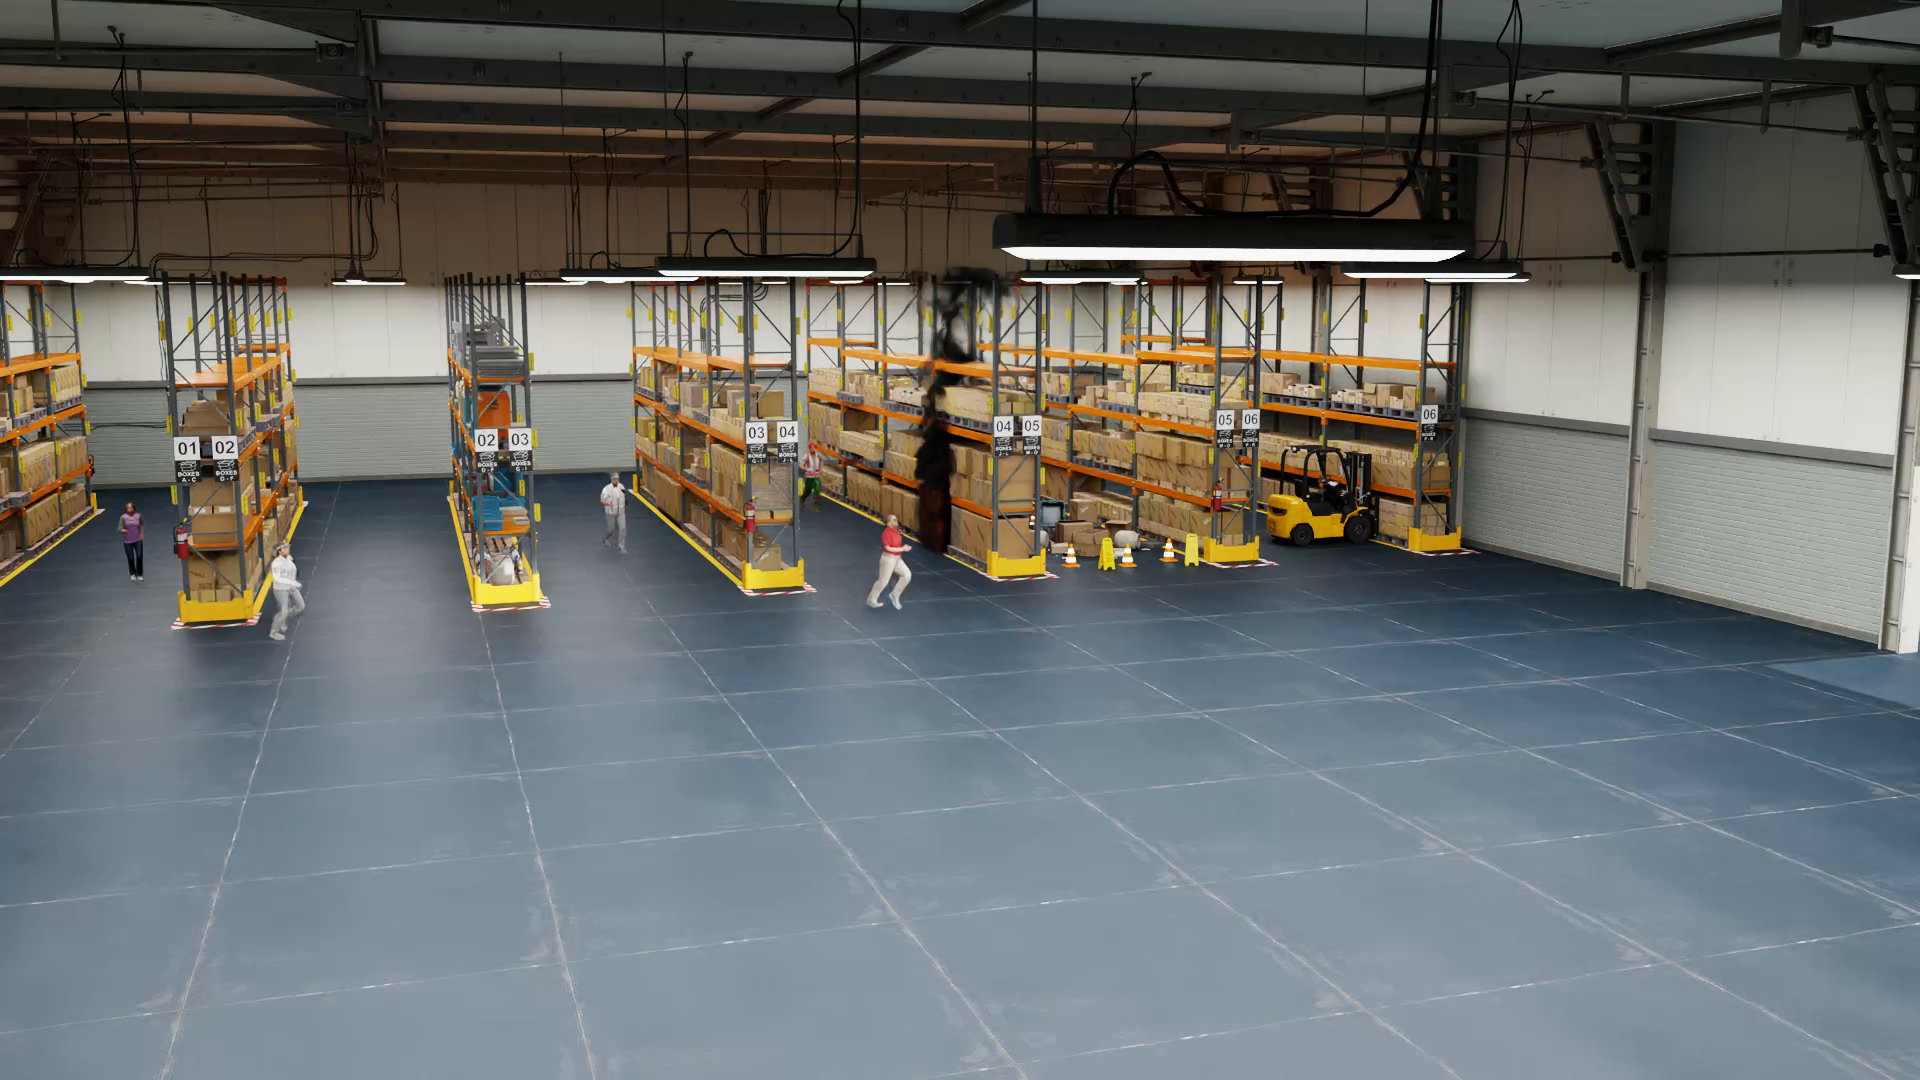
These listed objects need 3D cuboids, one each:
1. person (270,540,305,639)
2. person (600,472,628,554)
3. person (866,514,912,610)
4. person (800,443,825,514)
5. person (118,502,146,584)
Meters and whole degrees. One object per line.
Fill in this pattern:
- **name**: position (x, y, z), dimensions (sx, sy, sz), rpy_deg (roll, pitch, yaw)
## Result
- **person**: position (-11.046, 0.806, 27.311), dimensions (0.673, 1.652, 0.640), rpy_deg (3, 9, 17)
- **person**: position (-7.545, -0.609, 36.281), dimensions (0.647, 1.764, 0.943), rpy_deg (-6, 10, -33)
- **person**: position (-1.224, 0.399, 29.797), dimensions (0.881, 1.742, 0.681), rpy_deg (4, 9, 24)
- **person**: position (-3.801, -1.608, 42.778), dimensions (0.669, 1.791, 0.992), rpy_deg (-3, 9, -21)
- **person**: position (-16.139, 0.062, 32.455), dimensions (0.490, 1.625, 0.711), rpy_deg (-4, 10, -27)
